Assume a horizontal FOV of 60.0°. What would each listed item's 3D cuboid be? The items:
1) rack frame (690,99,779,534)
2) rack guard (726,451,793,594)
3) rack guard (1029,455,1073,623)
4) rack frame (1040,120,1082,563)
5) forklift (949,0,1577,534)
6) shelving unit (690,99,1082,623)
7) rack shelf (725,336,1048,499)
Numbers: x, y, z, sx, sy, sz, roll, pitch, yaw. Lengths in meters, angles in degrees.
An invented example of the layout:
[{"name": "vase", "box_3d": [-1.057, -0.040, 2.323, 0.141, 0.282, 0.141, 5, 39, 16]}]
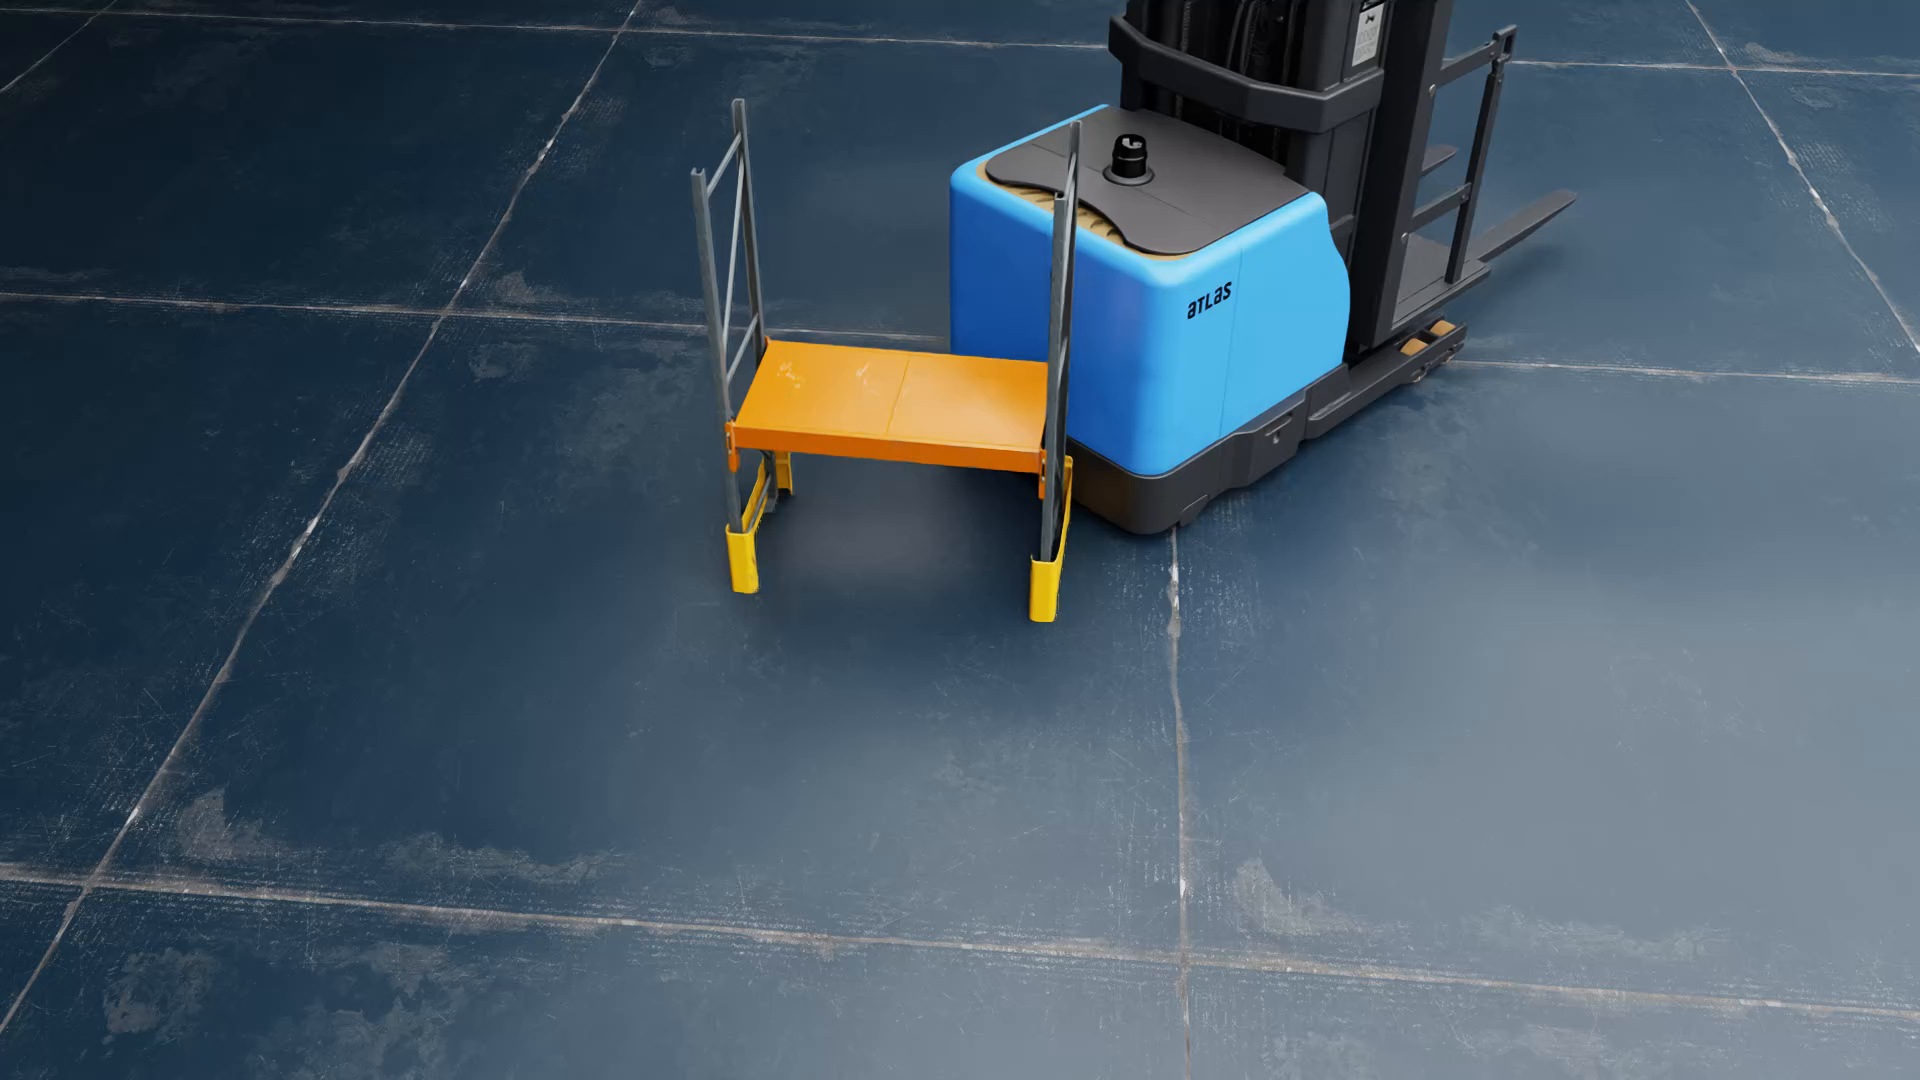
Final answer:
[{"name": "rack frame", "box_3d": [-0.699, -0.589, 5.286, 0.032, 1.500, 0.500, 5, 39, 6]}, {"name": "rack guard", "box_3d": [-0.680, -0.103, 5.678, 0.087, 0.250, 0.587, 5, 39, 6]}, {"name": "rack guard", "box_3d": [0.306, -0.012, 5.567, 0.087, 0.250, 0.587, 5, 39, 6]}, {"name": "rack frame", "box_3d": [0.307, -0.497, 5.172, 0.032, 1.500, 0.500, 5, 39, 6]}, {"name": "forklift", "box_3d": [1.365, -1.968, 5.847, 3.031, 2.935, 1.130, -31, 48, -32]}, {"name": "shelving unit", "box_3d": [-0.187, -0.542, 5.228, 1.083, 1.500, 0.587, 5, 39, 6]}, {"name": "rack shelf", "box_3d": [-0.196, -0.403, 5.343, 1.000, 0.185, 0.538, 5, 39, 6]}]
